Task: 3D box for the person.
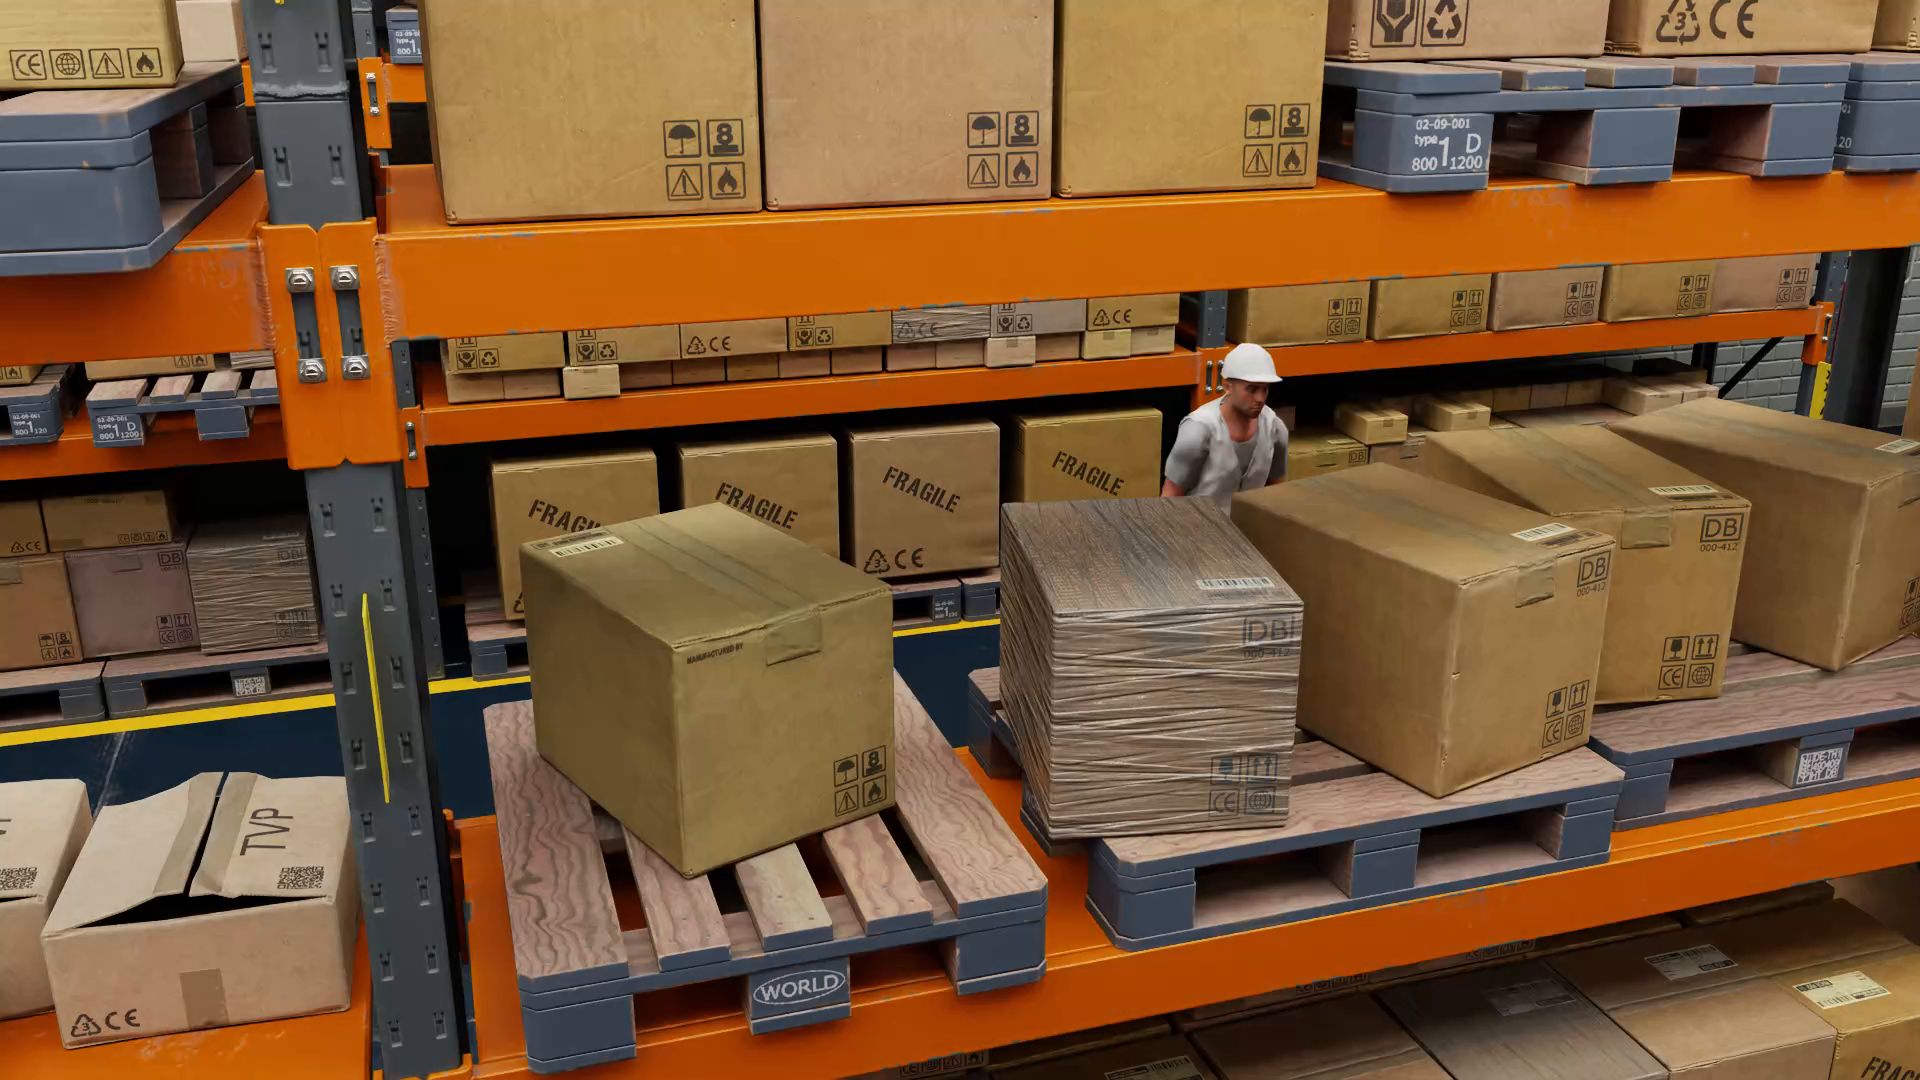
[{"bbox_3d":[1.102,0.054,6.886,0.619,1.780,0.448,-7,20,-20],"label":"person"}]
